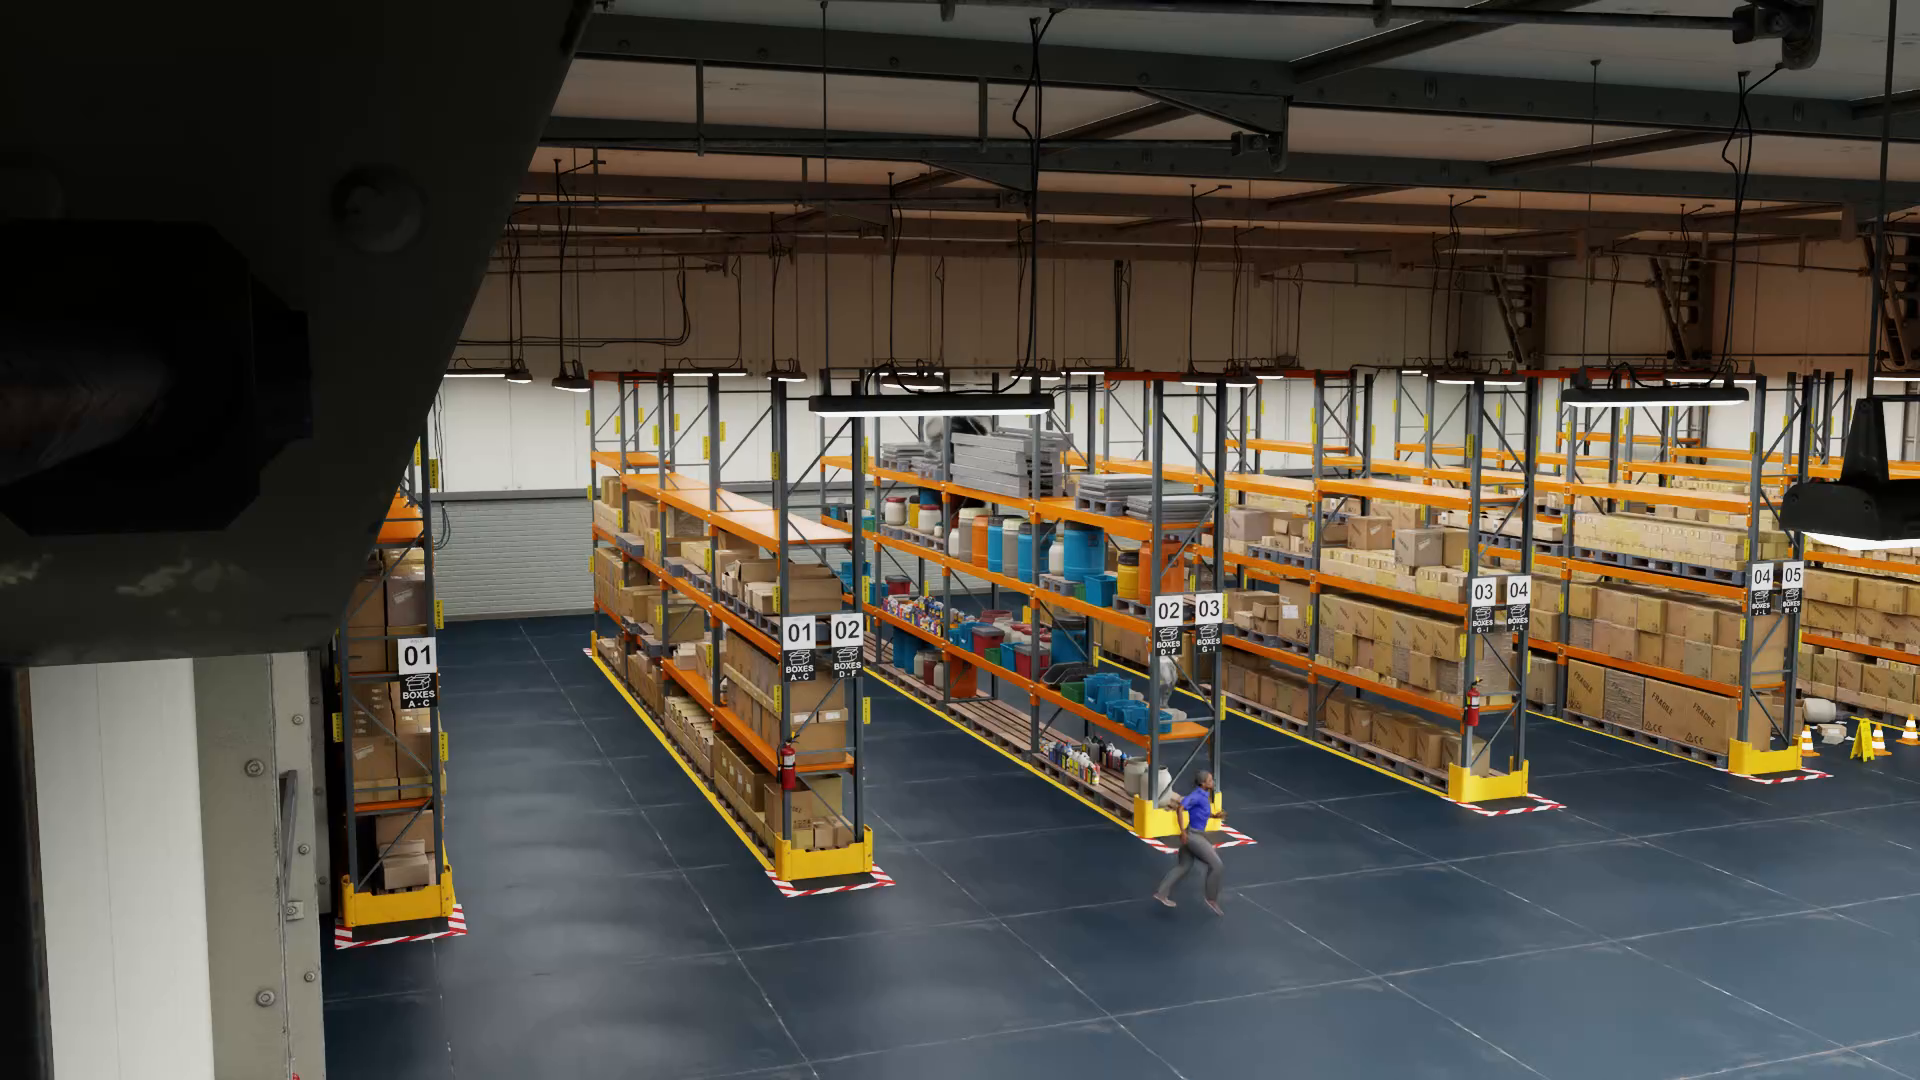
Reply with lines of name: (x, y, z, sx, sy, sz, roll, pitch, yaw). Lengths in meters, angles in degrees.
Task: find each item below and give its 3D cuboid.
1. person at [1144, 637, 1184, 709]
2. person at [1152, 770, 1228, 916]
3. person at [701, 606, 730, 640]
person: (3.687, 2.170, 29.452, 0.681, 1.739, 0.624, -3, 7, -24)
person: (2.609, 3.430, 18.809, 0.836, 1.697, 0.599, 1, 6, 5)
person: (-5.087, 1.580, 34.876, 0.652, 1.728, 0.613, -5, 8, -38)
